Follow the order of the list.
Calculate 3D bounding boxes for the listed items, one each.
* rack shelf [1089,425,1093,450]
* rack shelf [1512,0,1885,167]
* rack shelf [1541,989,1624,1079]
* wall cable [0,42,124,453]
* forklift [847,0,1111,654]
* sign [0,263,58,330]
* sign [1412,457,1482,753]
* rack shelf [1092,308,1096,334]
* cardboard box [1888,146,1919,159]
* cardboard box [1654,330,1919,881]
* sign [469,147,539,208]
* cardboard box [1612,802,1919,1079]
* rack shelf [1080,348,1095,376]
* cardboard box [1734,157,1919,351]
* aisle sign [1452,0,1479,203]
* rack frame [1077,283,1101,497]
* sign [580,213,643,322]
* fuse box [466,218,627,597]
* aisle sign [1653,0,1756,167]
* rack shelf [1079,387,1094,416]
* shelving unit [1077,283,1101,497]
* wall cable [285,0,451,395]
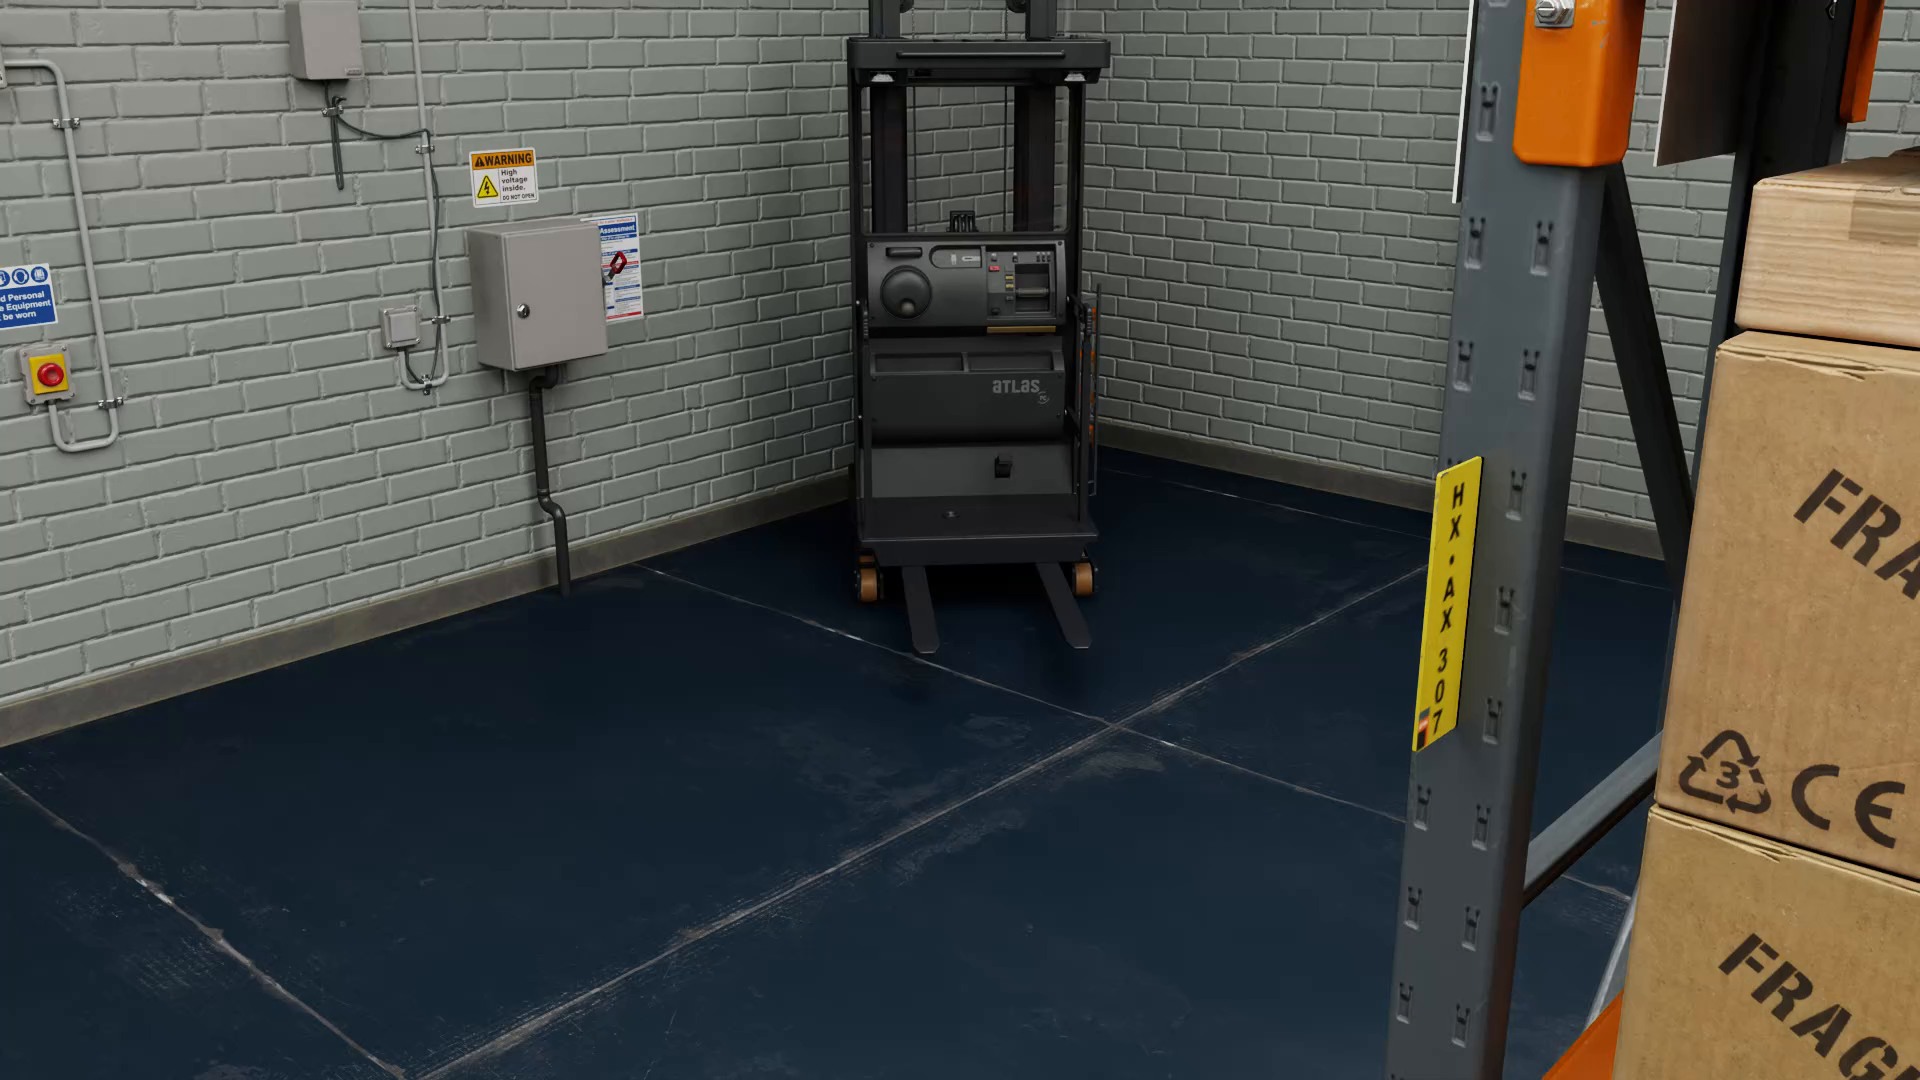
[{"bbox_3d":[0.516,-0.608,9.424,0.258,0.148,0.480,-14,23,-38],"label":"rack shelf"},{"bbox_3d":[2.413,-0.286,0.784,4.000,0.370,1.077,15,23,39],"label":"rack shelf"},{"bbox_3d":[2.413,1.144,1.237,4.000,0.370,1.077,15,23,39],"label":"rack shelf"},{"bbox_3d":[-3.316,-1.226,5.786,0.123,1.953,0.585,15,23,39],"label":"wall cable"},{"bbox_3d":[0.051,-1.209,7.575,1.130,2.935,3.031,-1,18,-5],"label":"forklift"},{"bbox_3d":[-3.394,-0.857,5.908,0.001,0.218,0.327,15,23,39],"label":"sign"},{"bbox_3d":[0.544,0.074,1.859,0.005,0.325,0.100,15,23,39],"label":"sign"},{"bbox_3d":[0.516,-1.236,9.225,0.258,0.148,0.480,-14,23,-38],"label":"rack shelf"},{"bbox_3d":[1.318,-0.407,2.045,0.250,0.149,0.380,15,23,40],"label":"cardboard box"},{"bbox_3d":[1.087,0.036,1.721,0.500,0.500,0.500,14,23,38],"label":"cardboard box"},{"bbox_3d":[-2.004,-1.596,7.316,0.001,0.242,0.339,15,23,39],"label":"sign"},{"bbox_3d":[1.085,0.513,1.870,0.500,0.500,0.500,15,23,39],"label":"cardboard box"},{"bbox_3d":[0.516,-1.011,9.297,0.258,0.148,0.480,-14,23,-38],"label":"rack shelf"},{"bbox_3d":[0.999,-0.300,1.707,0.250,0.149,0.380,16,23,40],"label":"cardboard box"},{"bbox_3d":[0.671,-0.788,1.839,0.004,0.787,0.394,15,23,39],"label":"aisle sign"},{"bbox_3d":[0.675,-0.806,9.167,0.240,1.200,0.015,-14,23,-38],"label":"rack frame"},{"bbox_3d":[-1.639,-1.281,7.847,0.001,0.494,0.329,15,23,39],"label":"sign"},{"bbox_3d":[-1.812,-0.559,7.545,0.414,1.711,0.539,15,23,39],"label":"fuse box"},{"bbox_3d":[1.069,-0.924,2.267,0.004,0.787,0.394,15,23,39],"label":"aisle sign"},{"bbox_3d":[0.516,-0.798,9.364,0.258,0.148,0.480,-14,23,-38],"label":"rack shelf"},{"bbox_3d":[0.516,-0.862,9.344,0.258,1.200,0.503,-14,23,-38],"label":"shelving unit"},{"bbox_3d":[-2.383,-1.535,6.809,0.122,1.984,0.588,15,23,39],"label":"wall cable"}]
